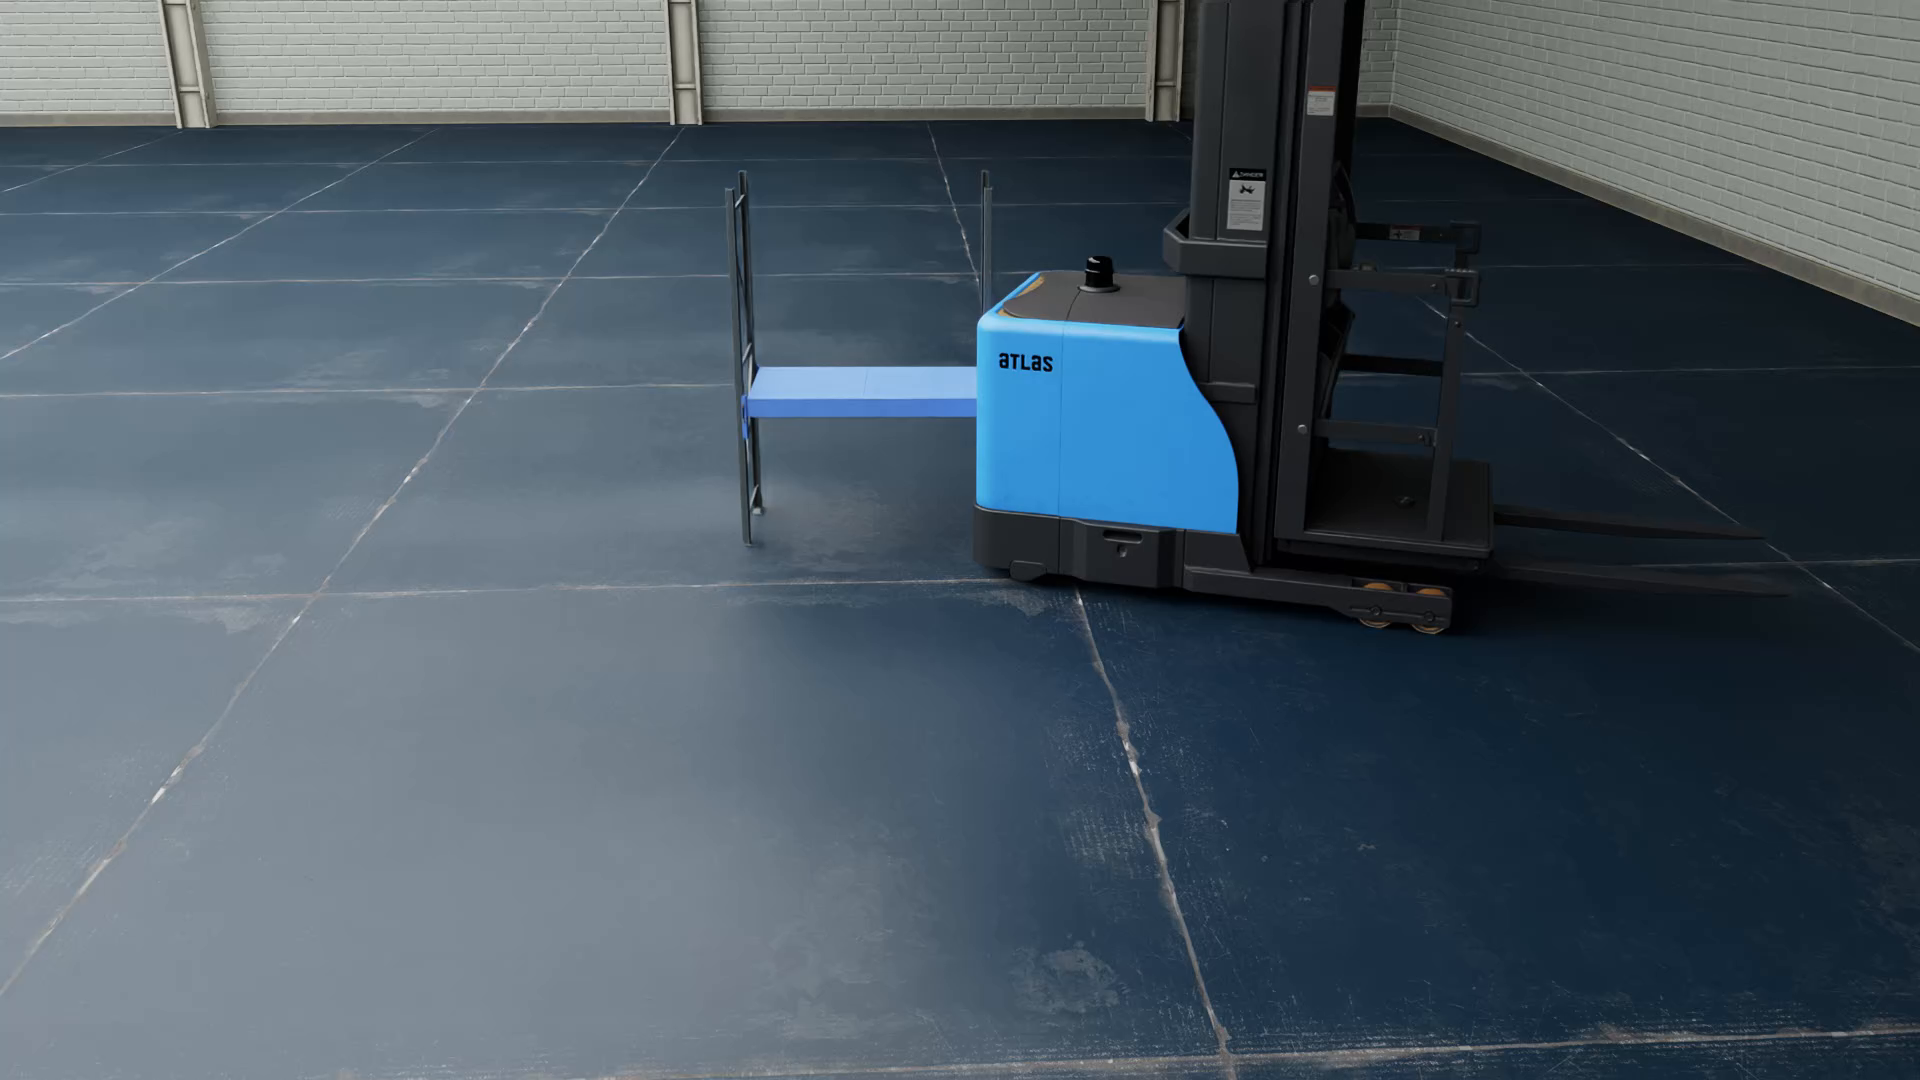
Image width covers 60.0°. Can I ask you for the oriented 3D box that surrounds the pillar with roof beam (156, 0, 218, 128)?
[{"bbox_3d":[-9.159,-7.781,14.911,0.400,9.000,9.100,-1,21,-3],"label":"pillar with roof beam"}]

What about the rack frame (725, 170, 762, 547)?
[{"bbox_3d":[-0.907,-0.762,7.015,0.032,1.500,0.500,0,21,0],"label":"rack frame"}]

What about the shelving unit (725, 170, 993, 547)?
[{"bbox_3d":[-0.398,-0.764,7.019,1.048,1.500,0.538,0,21,0],"label":"shelving unit"}]

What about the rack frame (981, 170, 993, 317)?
[{"bbox_3d":[0.110,-0.765,7.022,0.032,1.500,0.500,0,21,0],"label":"rack frame"}]

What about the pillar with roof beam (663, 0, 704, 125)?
[{"bbox_3d":[-3.169,-7.903,15.231,0.400,9.000,9.100,-1,21,-3],"label":"pillar with roof beam"}]

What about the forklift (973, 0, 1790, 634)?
[{"bbox_3d":[1.627,-1.231,6.234,3.031,2.935,1.130,6,22,15],"label":"forklift"}]

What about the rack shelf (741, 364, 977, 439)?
[{"bbox_3d":[-0.398,-0.595,7.083,1.000,0.185,0.538,0,21,0],"label":"rack shelf"}]

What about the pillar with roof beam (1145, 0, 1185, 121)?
[{"bbox_3d":[2.821,-8.025,15.552,0.400,9.000,9.100,-1,21,-3],"label":"pillar with roof beam"}]
